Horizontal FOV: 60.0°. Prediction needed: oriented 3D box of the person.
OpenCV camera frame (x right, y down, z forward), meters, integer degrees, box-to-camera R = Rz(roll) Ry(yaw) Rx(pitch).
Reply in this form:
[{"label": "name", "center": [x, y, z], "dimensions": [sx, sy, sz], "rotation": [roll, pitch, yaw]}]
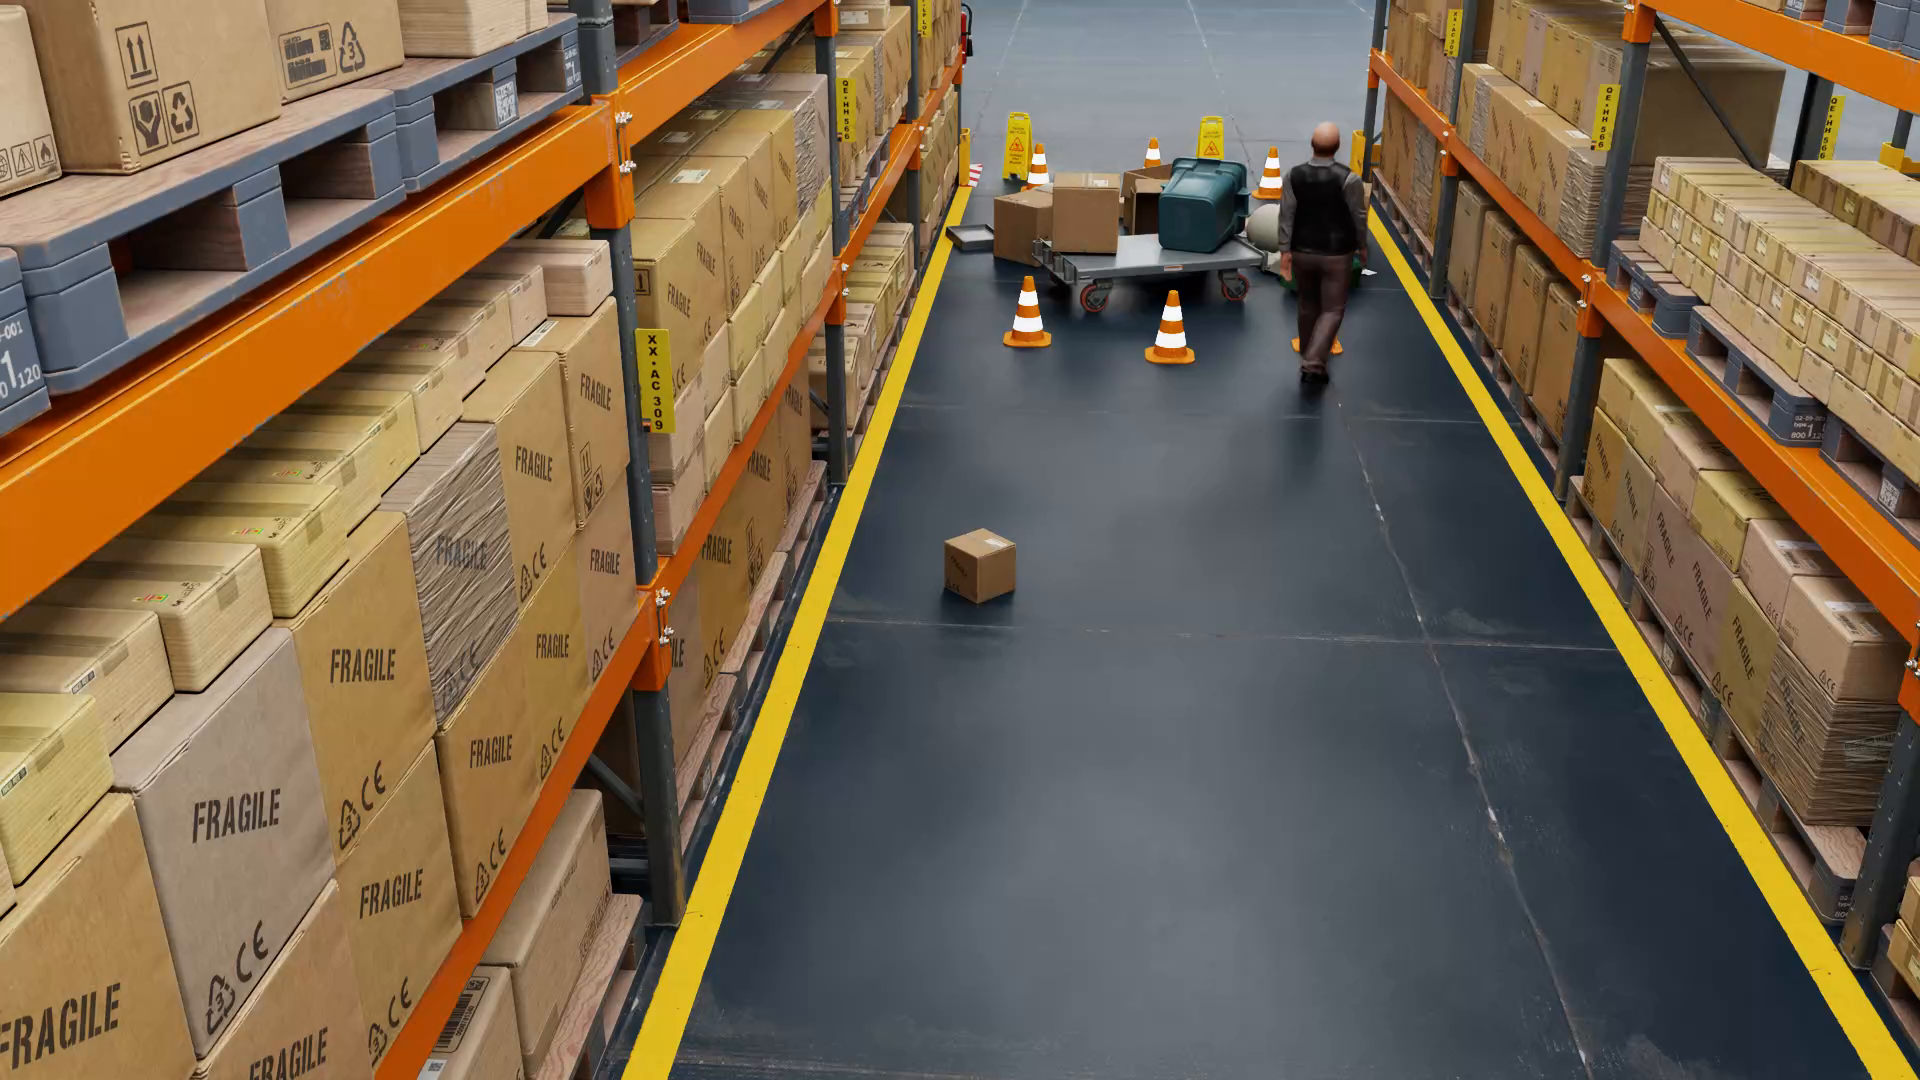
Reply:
[{"label": "person", "center": [2.367, -1.869, 10.772], "dimensions": [0.536, 1.687, 0.904], "rotation": [16, 29, 31]}]
